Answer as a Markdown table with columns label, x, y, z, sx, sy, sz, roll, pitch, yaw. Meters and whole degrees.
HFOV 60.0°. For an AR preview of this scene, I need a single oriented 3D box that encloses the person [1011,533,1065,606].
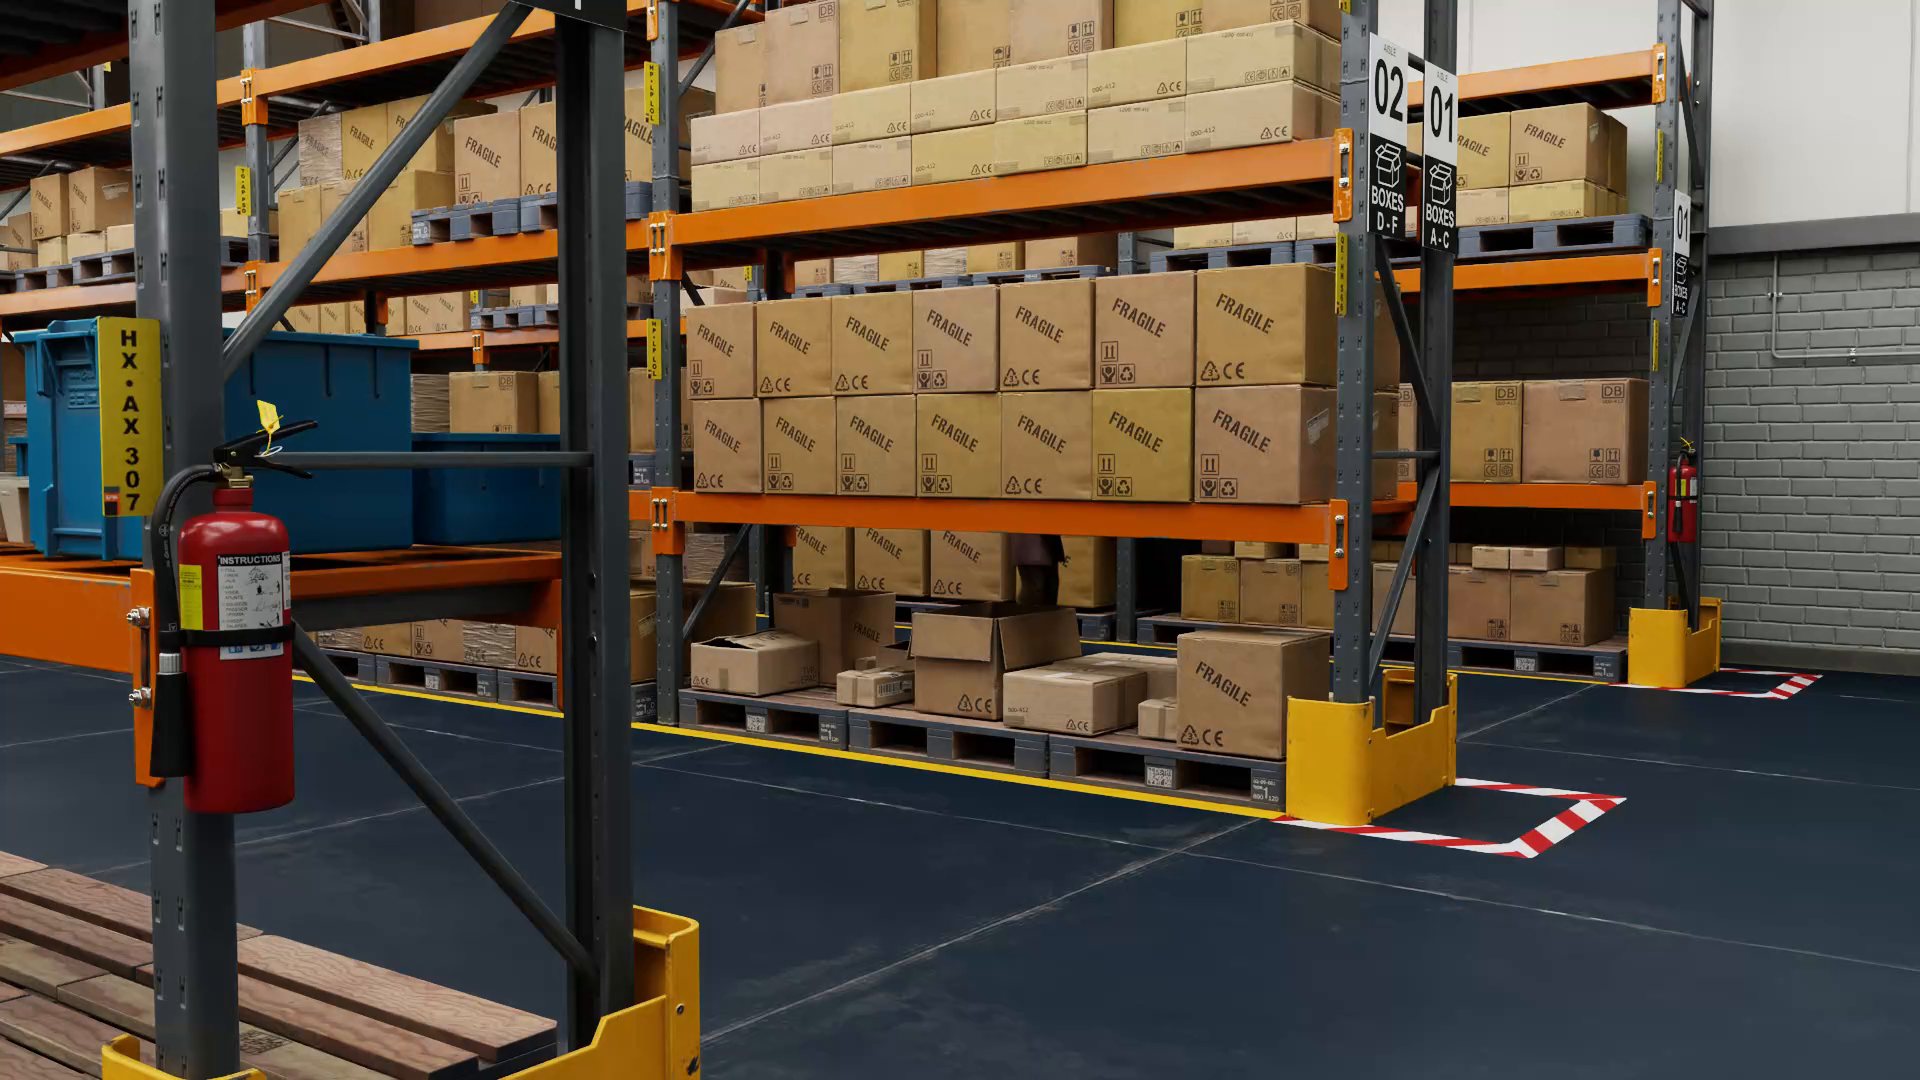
| label | x | y | z | sx | sy | sz | roll | pitch | yaw |
| --- | --- | --- | --- | --- | --- | --- | --- | --- | --- |
| person | 0.657 | -0.024 | 12.391 | 0.563 | 1.769 | 0.530 | 2 | 4 | 32 |
